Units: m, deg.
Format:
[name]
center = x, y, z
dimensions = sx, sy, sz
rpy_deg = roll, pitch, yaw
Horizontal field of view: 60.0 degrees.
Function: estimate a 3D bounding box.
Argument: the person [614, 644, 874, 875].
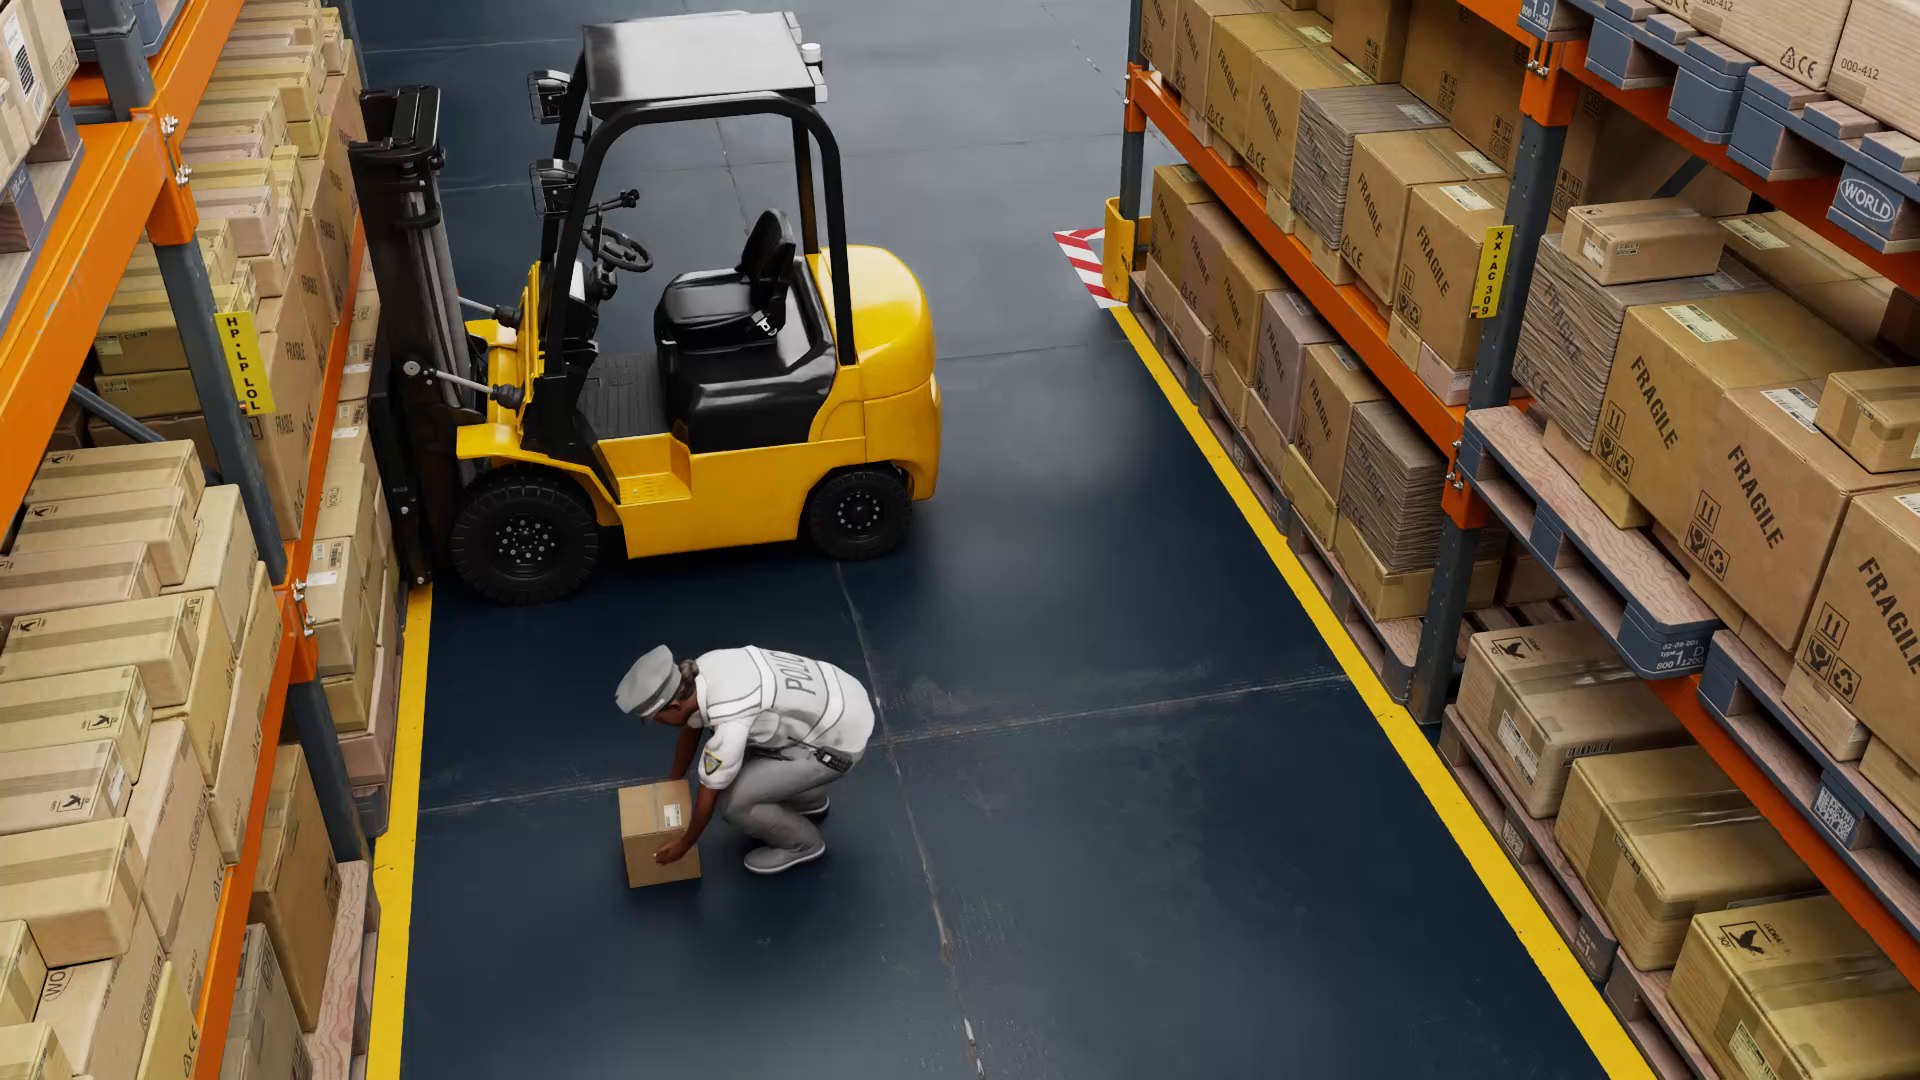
[person]
center = -0.722, 0.715, 5.742
dimensions = 0.859, 0.948, 0.484
rpy_deg = -7, 35, -11
